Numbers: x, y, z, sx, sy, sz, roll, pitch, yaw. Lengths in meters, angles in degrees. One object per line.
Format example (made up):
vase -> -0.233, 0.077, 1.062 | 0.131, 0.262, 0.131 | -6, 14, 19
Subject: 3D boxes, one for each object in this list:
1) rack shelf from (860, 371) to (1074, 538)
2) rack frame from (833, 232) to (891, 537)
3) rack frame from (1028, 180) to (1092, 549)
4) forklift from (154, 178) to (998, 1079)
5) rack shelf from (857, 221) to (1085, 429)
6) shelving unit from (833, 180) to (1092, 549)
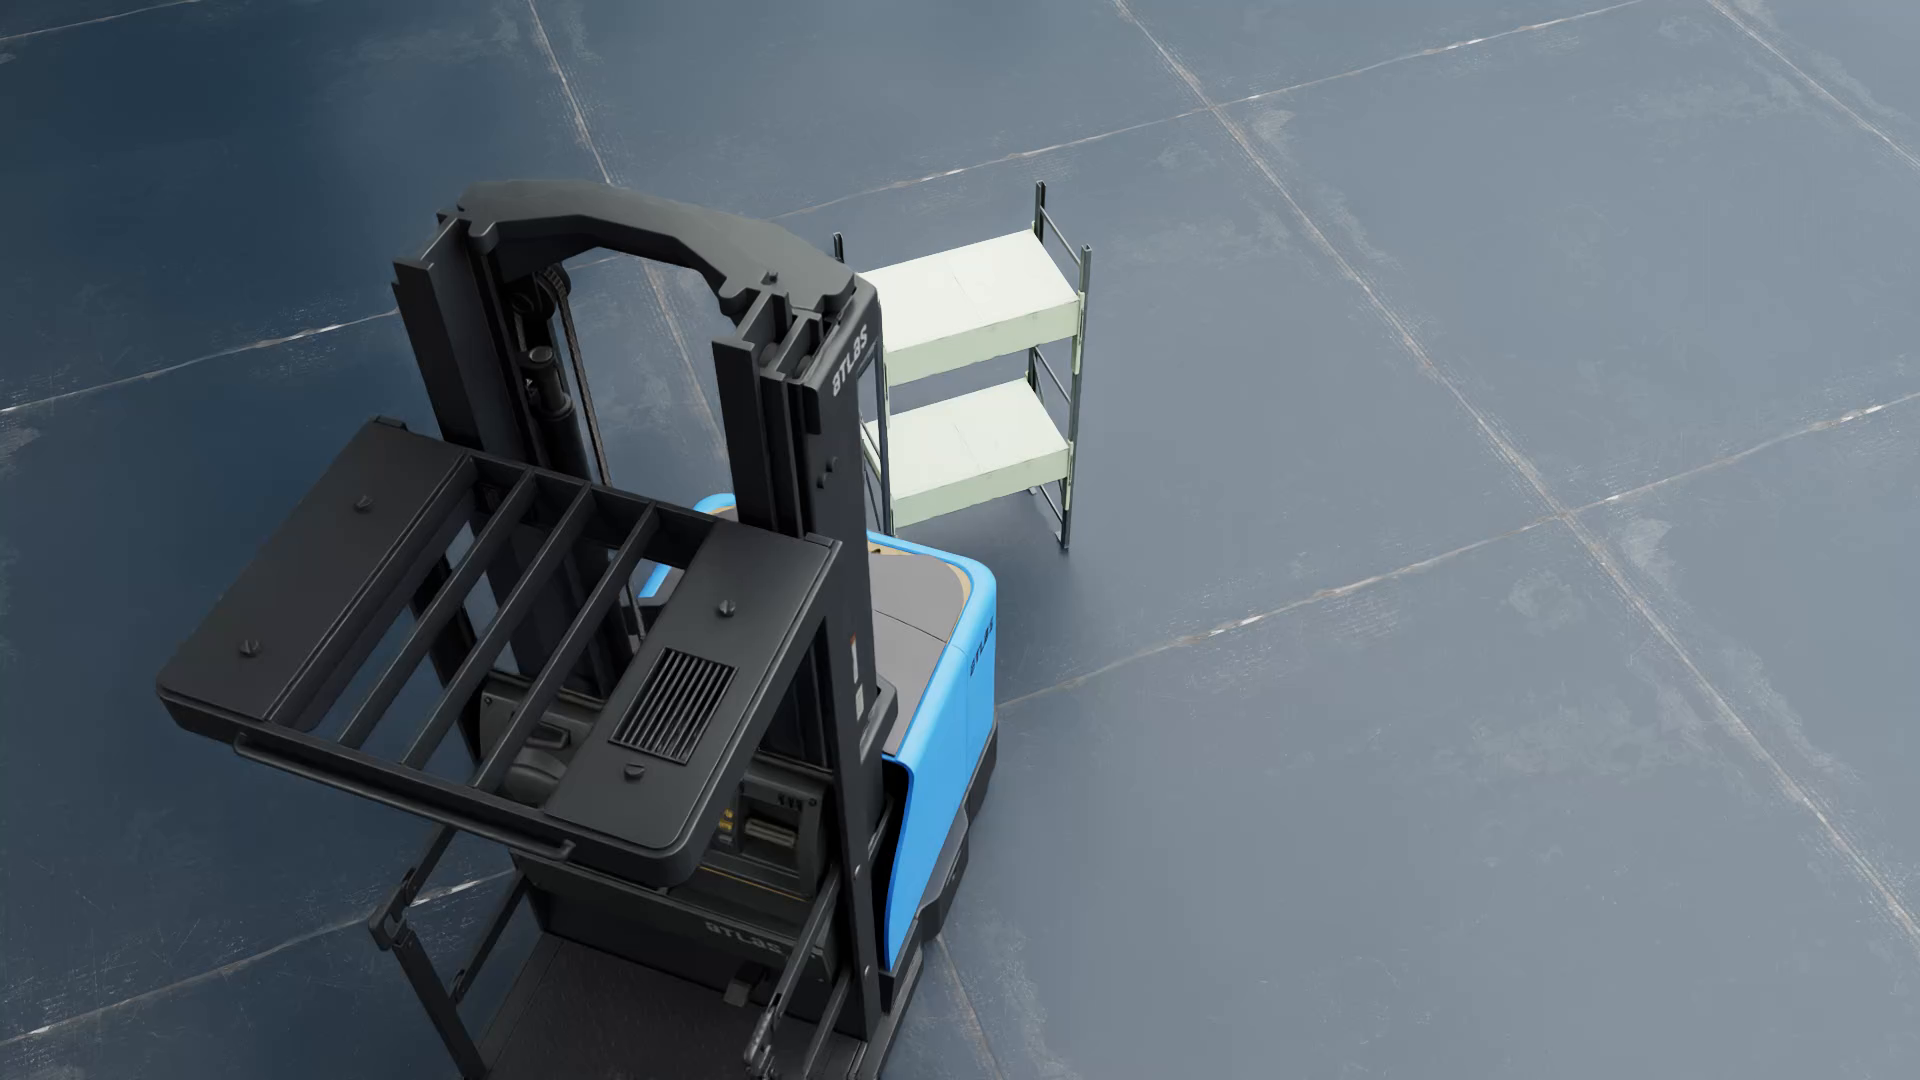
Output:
rack shelf -> 0.006, -0.278, 6.271 | 0.720, 0.370, 0.431 | -17, 52, -14
rack frame -> -0.333, -0.386, 5.933 | 0.023, 1.500, 0.400 | -17, 52, -14
rack frame -> 0.345, -0.596, 6.114 | 0.023, 1.500, 0.400 | -17, 52, -14
forklift -> -0.845, 0.754, 4.011 | 1.130, 2.935, 3.031 | 15, 51, 13
rack shelf -> 0.006, -0.745, 5.727 | 0.720, 0.370, 0.431 | -17, 52, -14
shelving unit -> 0.006, -0.491, 6.023 | 0.755, 1.500, 0.431 | -17, 52, -14
